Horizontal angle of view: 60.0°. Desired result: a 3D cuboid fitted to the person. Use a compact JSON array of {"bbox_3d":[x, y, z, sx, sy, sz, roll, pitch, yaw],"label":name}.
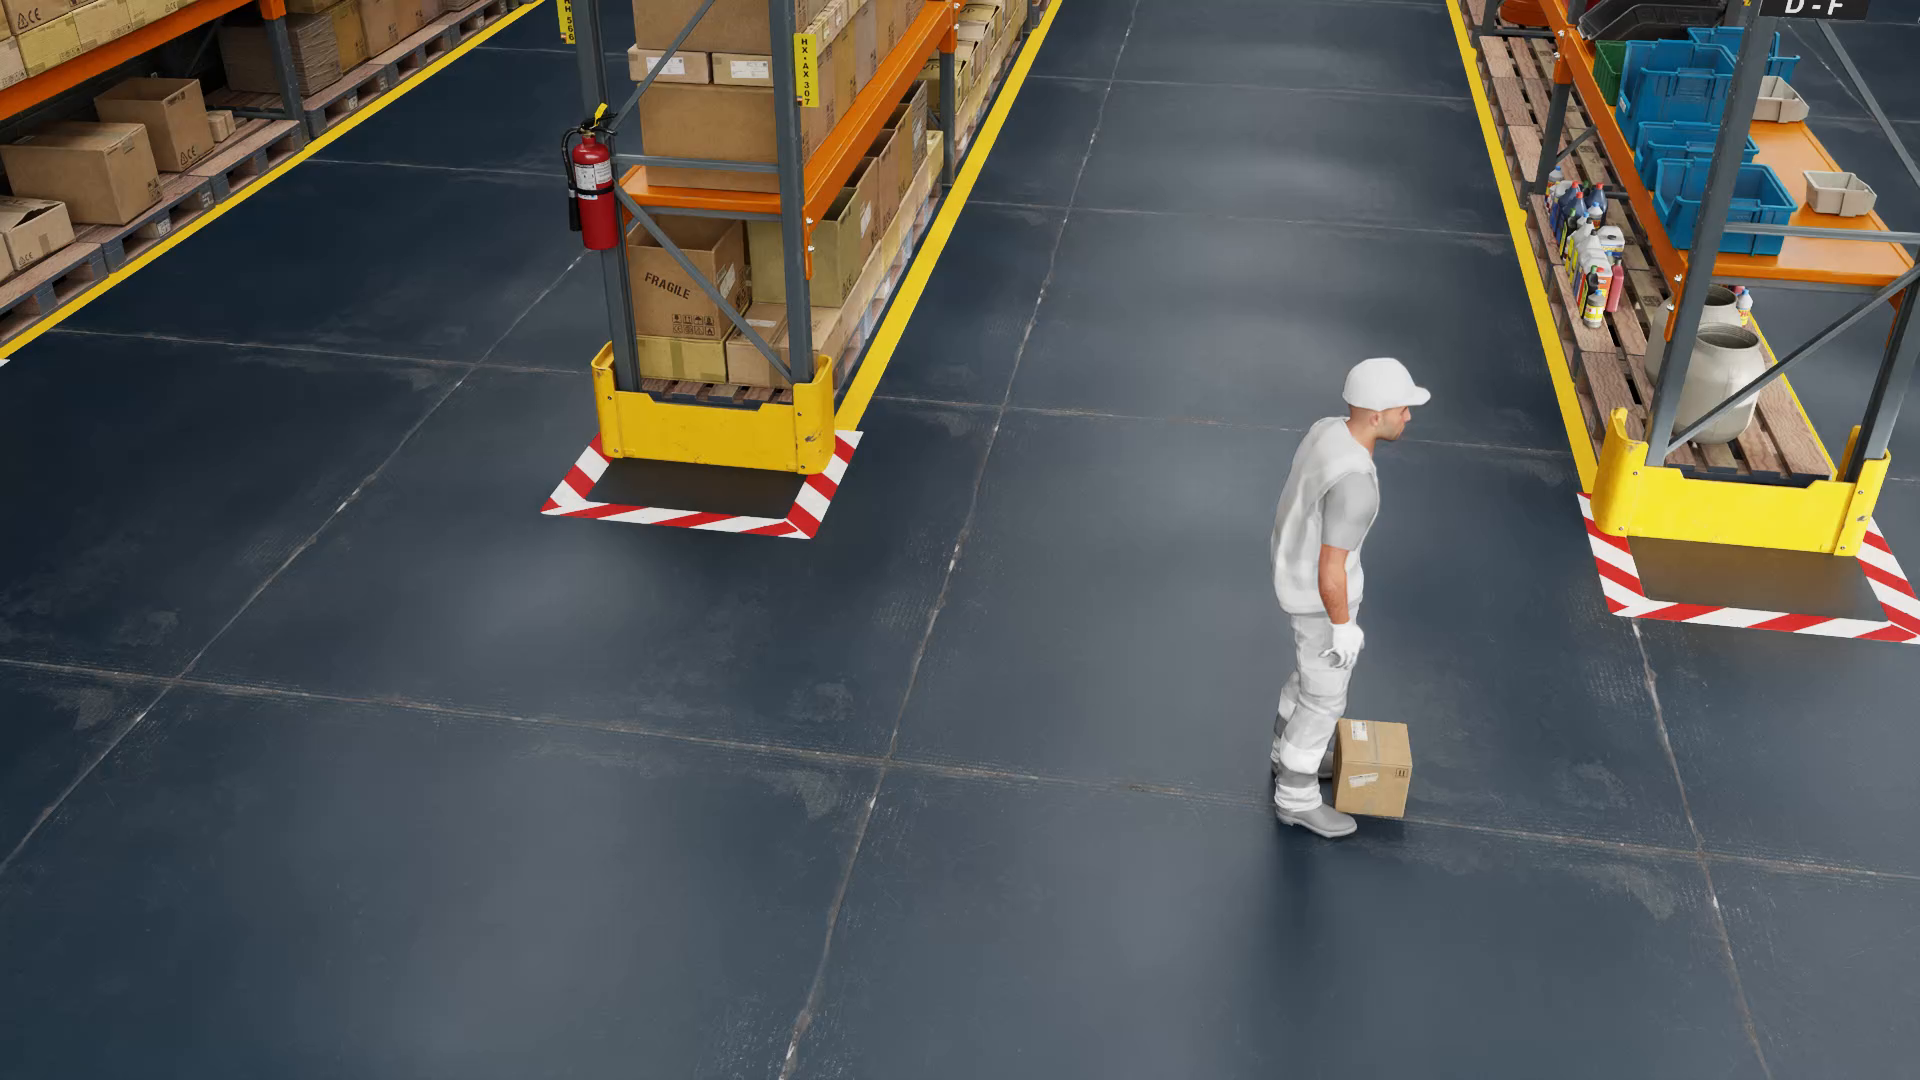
[{"bbox_3d":[1.308,0.182,5.834,0.453,1.778,0.617,3,32,5],"label":"person"}]
